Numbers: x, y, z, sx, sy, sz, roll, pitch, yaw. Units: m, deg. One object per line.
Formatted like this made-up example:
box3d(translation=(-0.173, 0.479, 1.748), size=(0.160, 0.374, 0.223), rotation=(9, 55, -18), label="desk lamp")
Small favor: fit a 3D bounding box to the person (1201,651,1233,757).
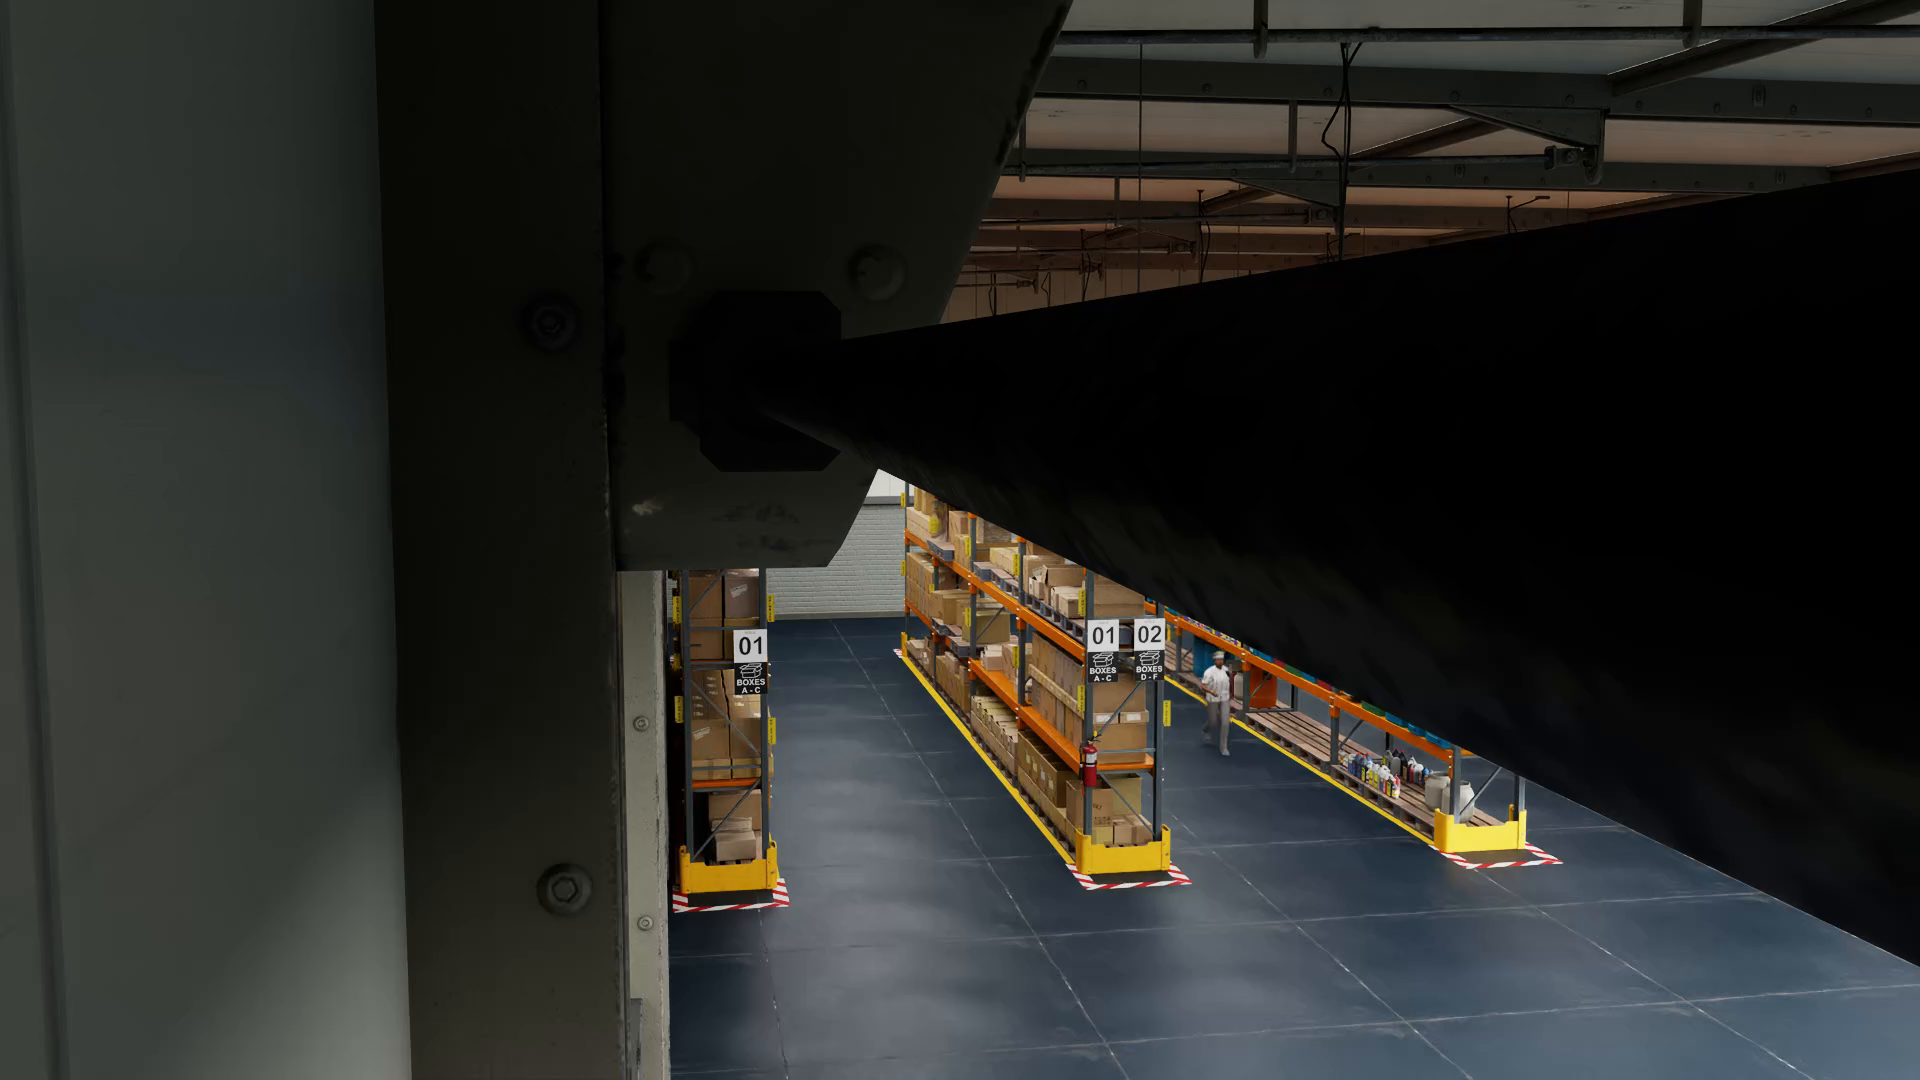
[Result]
box3d(translation=(4.242, 2.651, 27.419), size=(0.587, 1.697, 0.902), rotation=(-1, 6, -12), label="person")
